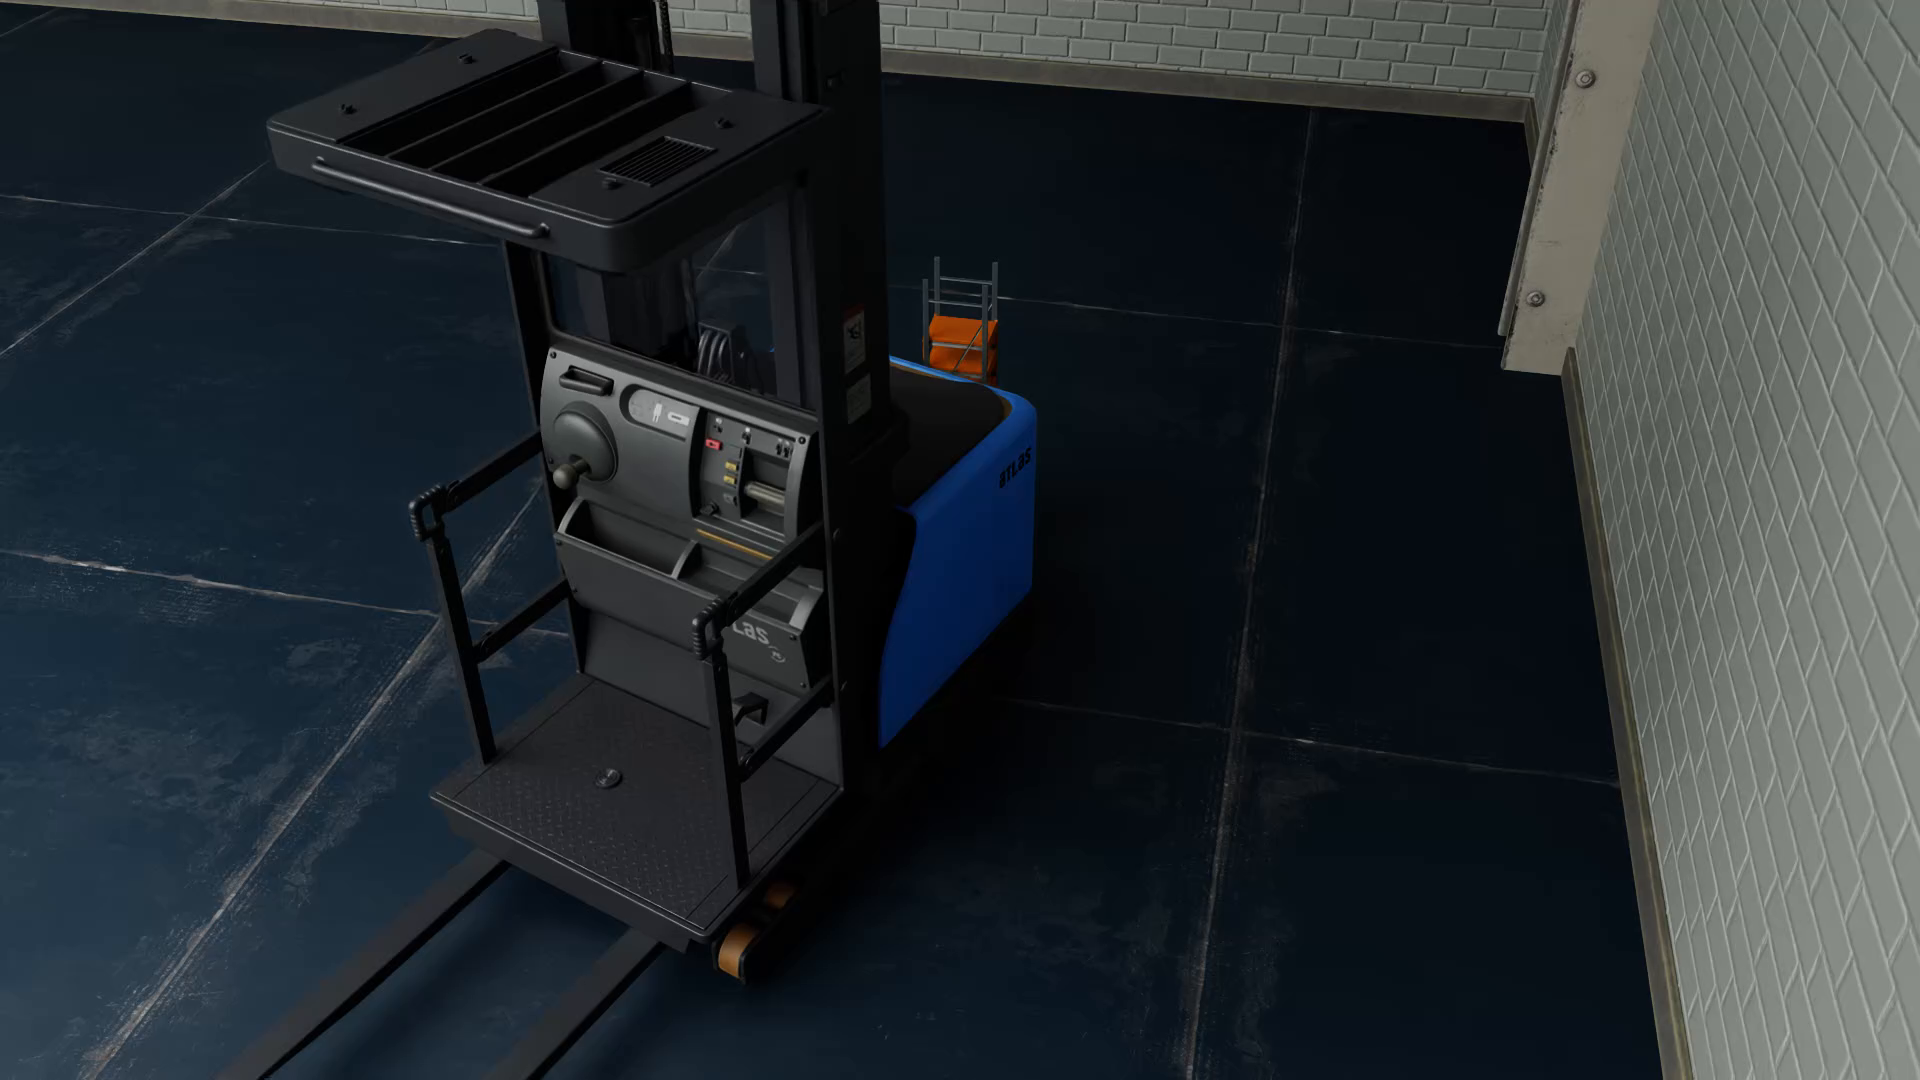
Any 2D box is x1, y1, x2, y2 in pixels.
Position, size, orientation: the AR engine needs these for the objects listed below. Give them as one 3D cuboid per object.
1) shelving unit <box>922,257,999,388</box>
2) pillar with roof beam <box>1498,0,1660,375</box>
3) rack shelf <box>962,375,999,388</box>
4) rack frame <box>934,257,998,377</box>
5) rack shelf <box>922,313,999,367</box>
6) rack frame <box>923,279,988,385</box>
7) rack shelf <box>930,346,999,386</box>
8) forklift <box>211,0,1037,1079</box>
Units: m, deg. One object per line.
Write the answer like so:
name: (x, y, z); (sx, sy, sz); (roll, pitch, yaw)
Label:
shelving unit: (0.003, -0.494, 6.409); (0.258, 1.200, 0.189); (7, 37, 10)
pillar with roof beam: (-1.452, -5.086, 6.099); (9.100, 9.000, 0.400); (7, 37, 10)
rack shelf: (0.003, -0.555, 6.365); (0.258, 0.103, 0.180); (7, 37, 10)
rack frame: (0.023, -0.547, 6.482); (0.240, 1.200, 0.006); (7, 37, 10)
rack shelf: (0.003, -0.750, 6.224); (0.258, 0.103, 0.180); (7, 37, 10)
rack frame: (-0.016, -0.442, 6.337); (0.240, 1.200, 0.006); (7, 37, 10)
rack shelf: (0.003, -0.652, 6.295); (0.258, 0.103, 0.180); (7, 37, 10)
forklift: (-0.920, -0.196, 4.522); (1.130, 2.935, 3.031); (20, 40, 25)
